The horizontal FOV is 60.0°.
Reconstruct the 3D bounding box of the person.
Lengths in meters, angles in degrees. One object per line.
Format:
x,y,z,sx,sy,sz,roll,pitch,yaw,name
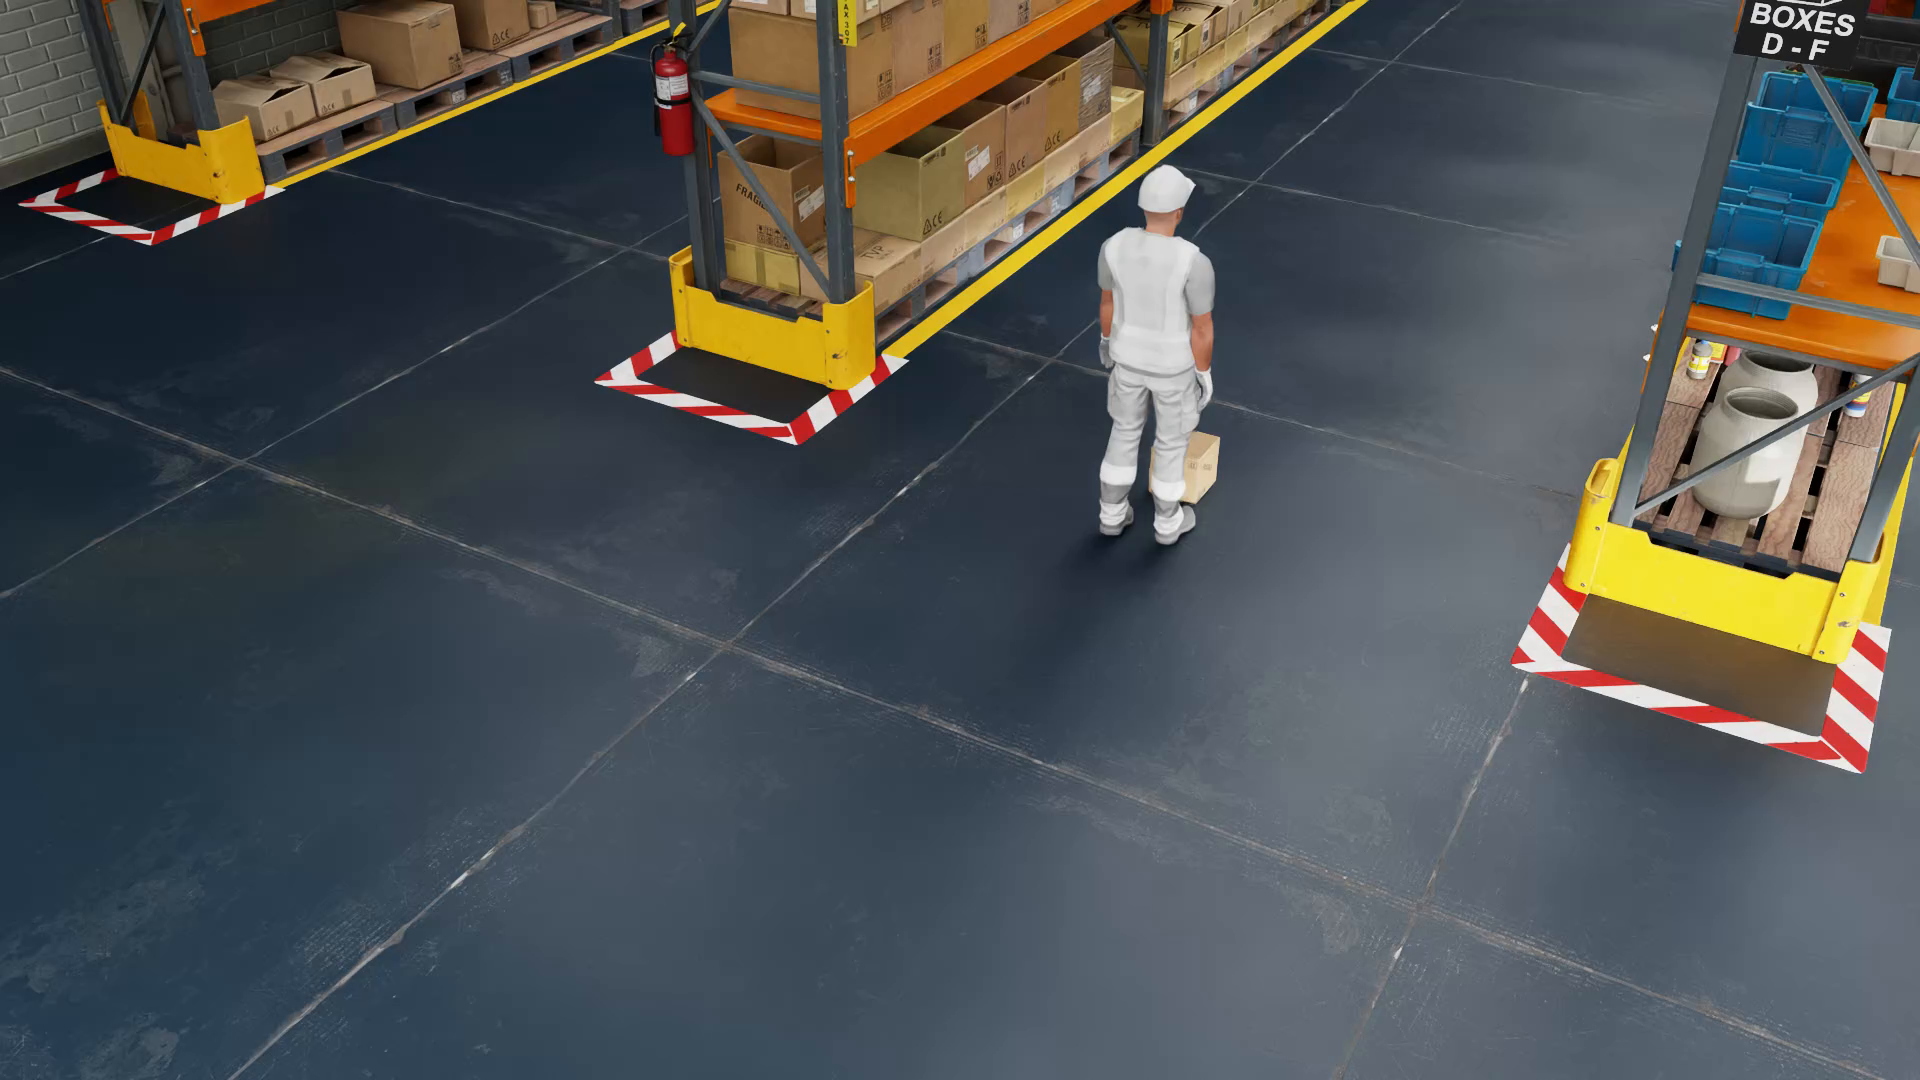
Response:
0.863,-0.795,7.298,0.587,1.809,0.429,18,38,25,person
